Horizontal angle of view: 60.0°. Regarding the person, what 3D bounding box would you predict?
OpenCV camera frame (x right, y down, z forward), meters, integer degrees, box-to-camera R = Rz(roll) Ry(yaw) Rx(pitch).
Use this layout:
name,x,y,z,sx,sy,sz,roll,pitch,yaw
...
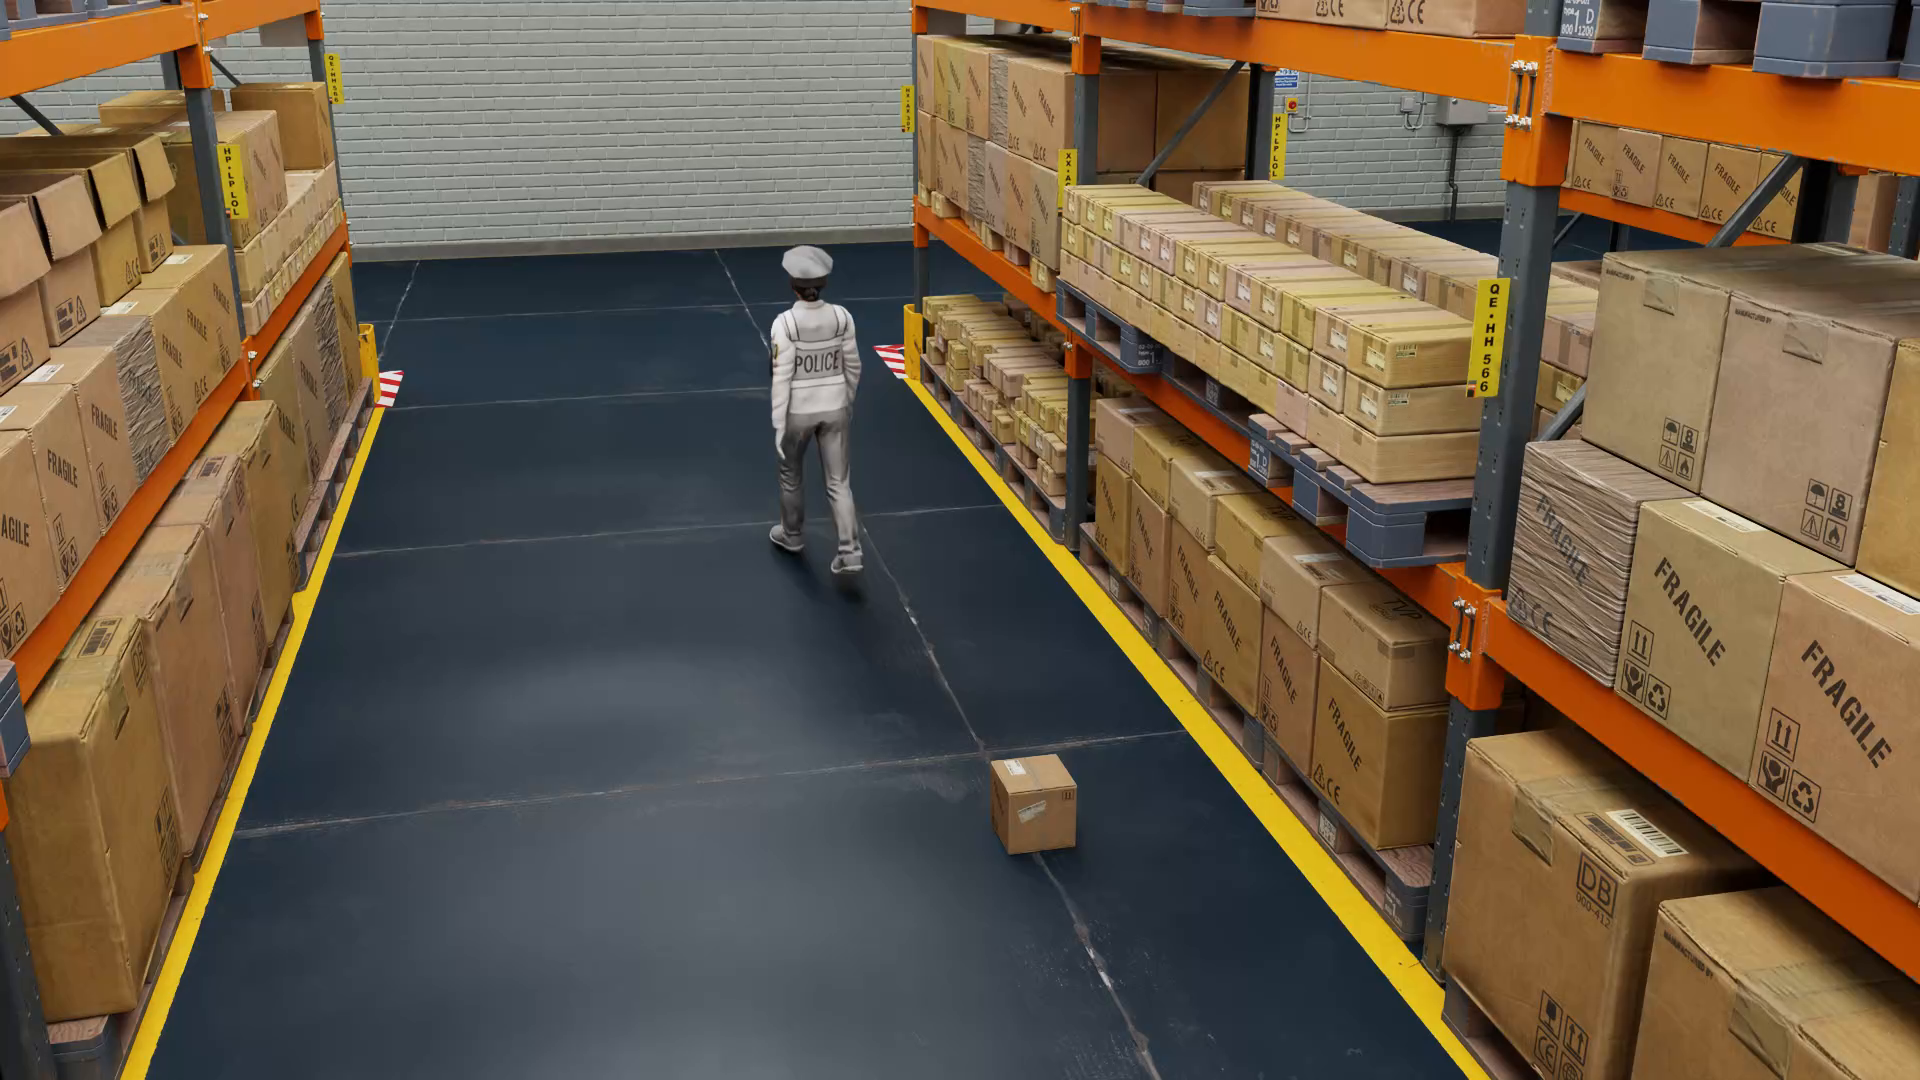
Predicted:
name,x,y,z,sx,sy,sz,roll,pitch,yaw
person,-0.727,-0.654,8.333,0.505,1.641,0.971,-8,21,-20
